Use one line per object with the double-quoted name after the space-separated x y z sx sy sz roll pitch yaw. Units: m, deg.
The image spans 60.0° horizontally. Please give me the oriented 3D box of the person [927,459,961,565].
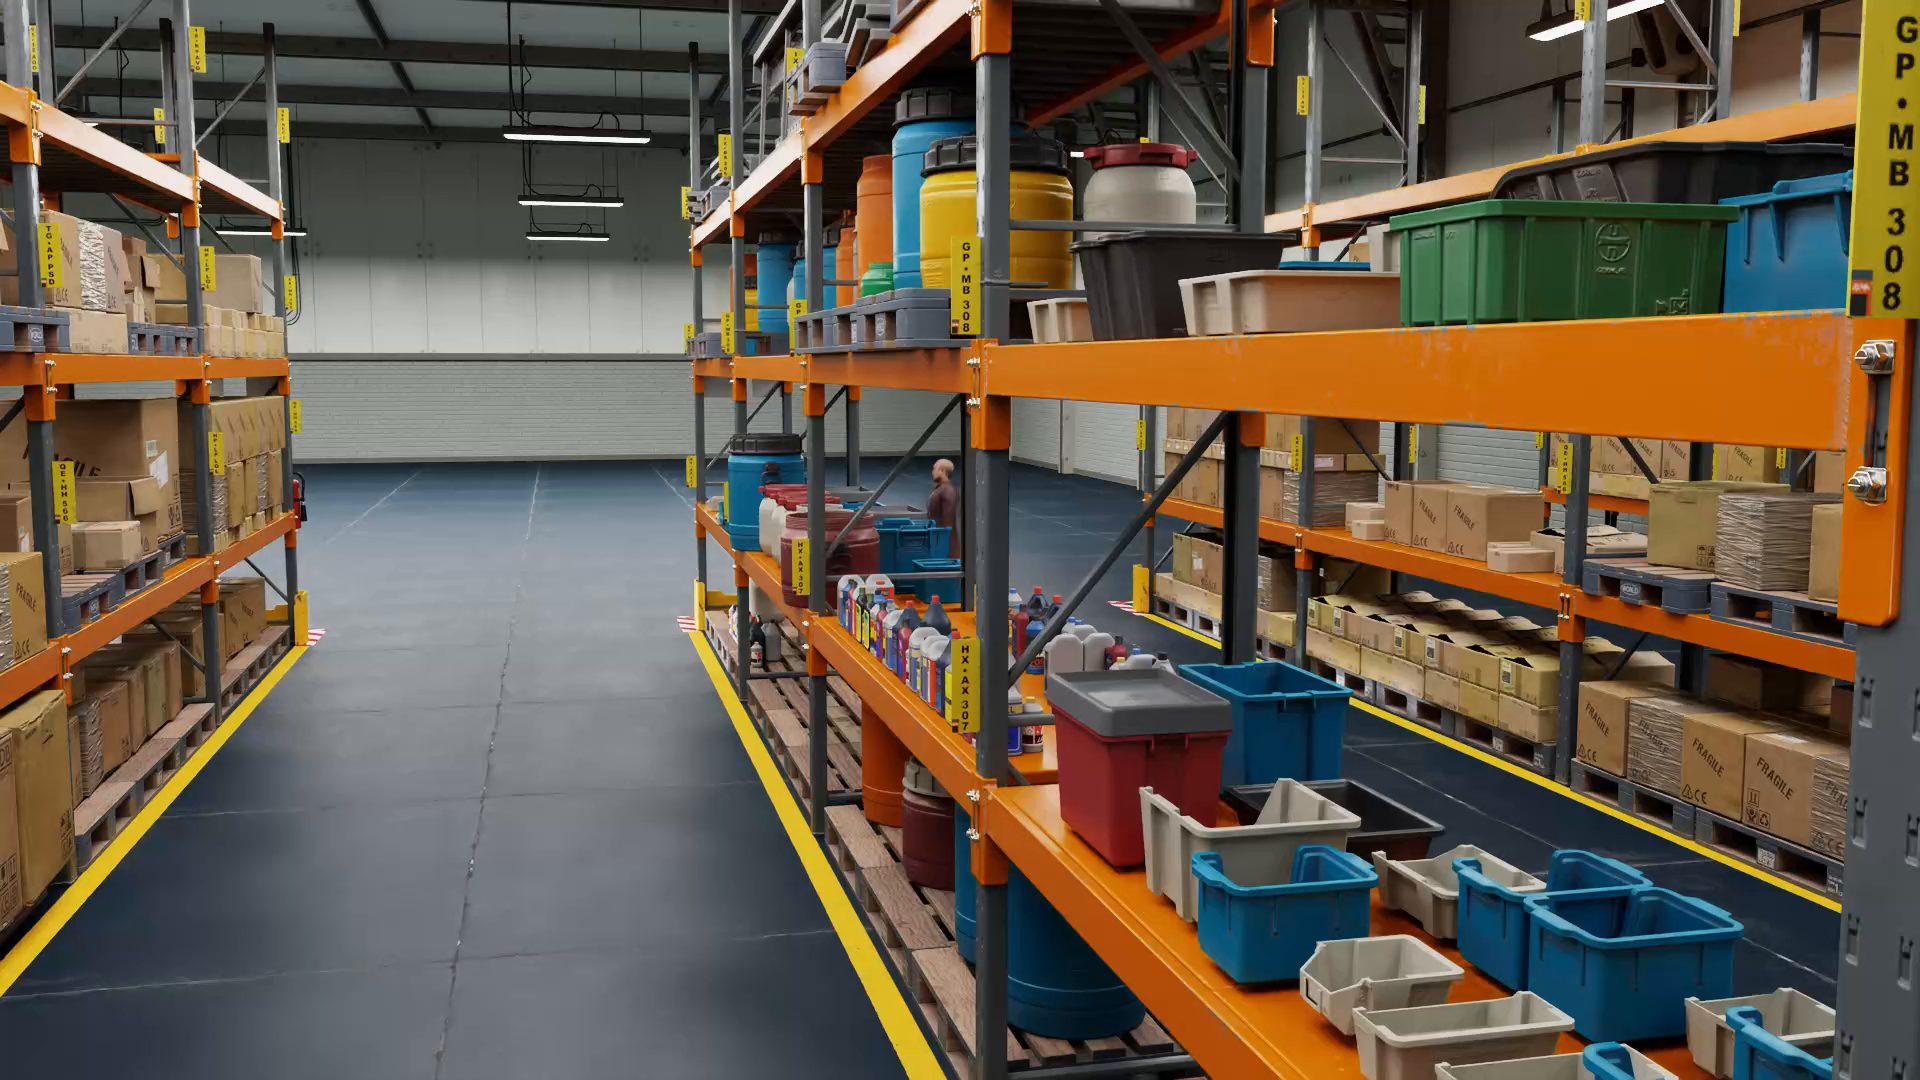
-0.271 0.077 16.776 0.586 1.785 0.609 -2 6 -16 "person"
